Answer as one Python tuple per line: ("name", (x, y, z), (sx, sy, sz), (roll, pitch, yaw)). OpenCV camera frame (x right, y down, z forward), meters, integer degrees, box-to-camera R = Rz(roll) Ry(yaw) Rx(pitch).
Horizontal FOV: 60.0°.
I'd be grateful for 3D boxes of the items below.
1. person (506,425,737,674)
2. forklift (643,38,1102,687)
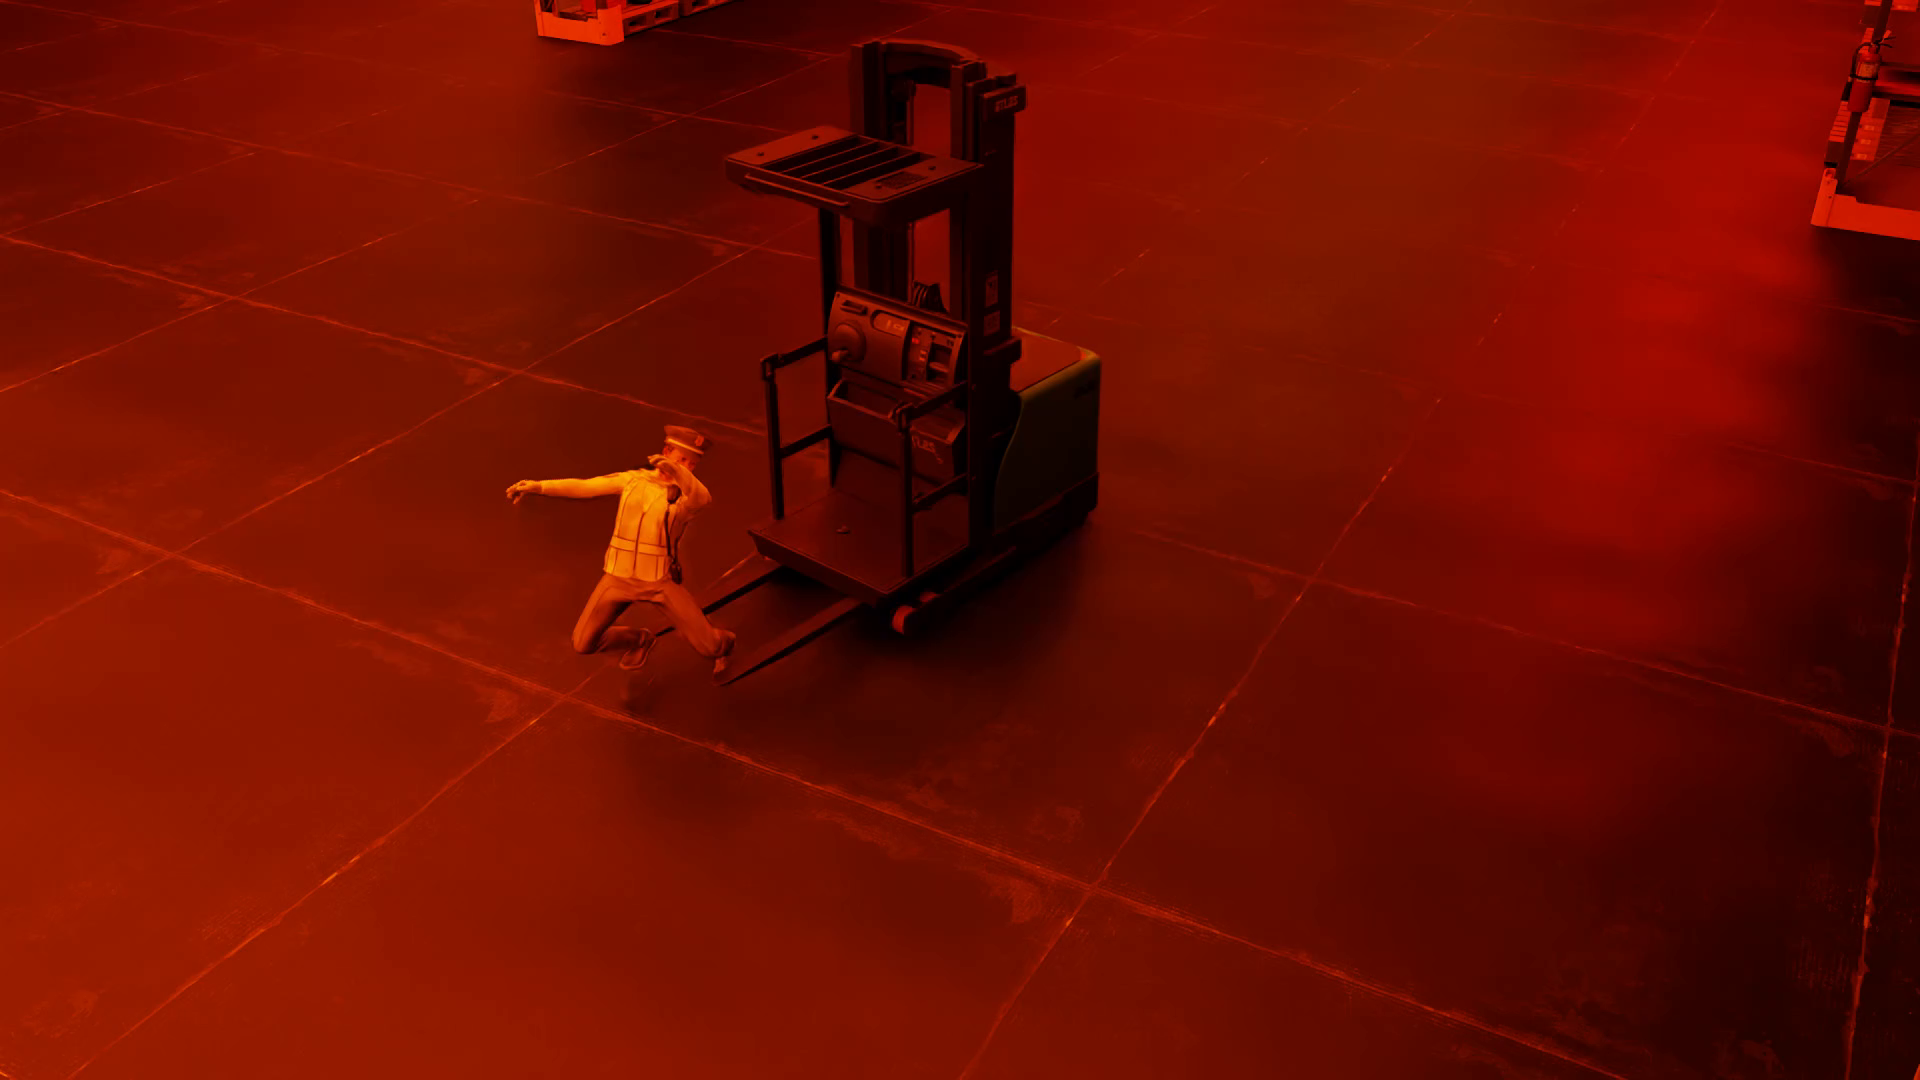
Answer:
("person", (-1.645, 0.077, 8.254), (0.973, 1.471, 0.709), (3, 30, 5))
("forklift", (-0.488, -1.030, 8.855), (1.130, 2.935, 3.031), (23, 37, 34))
